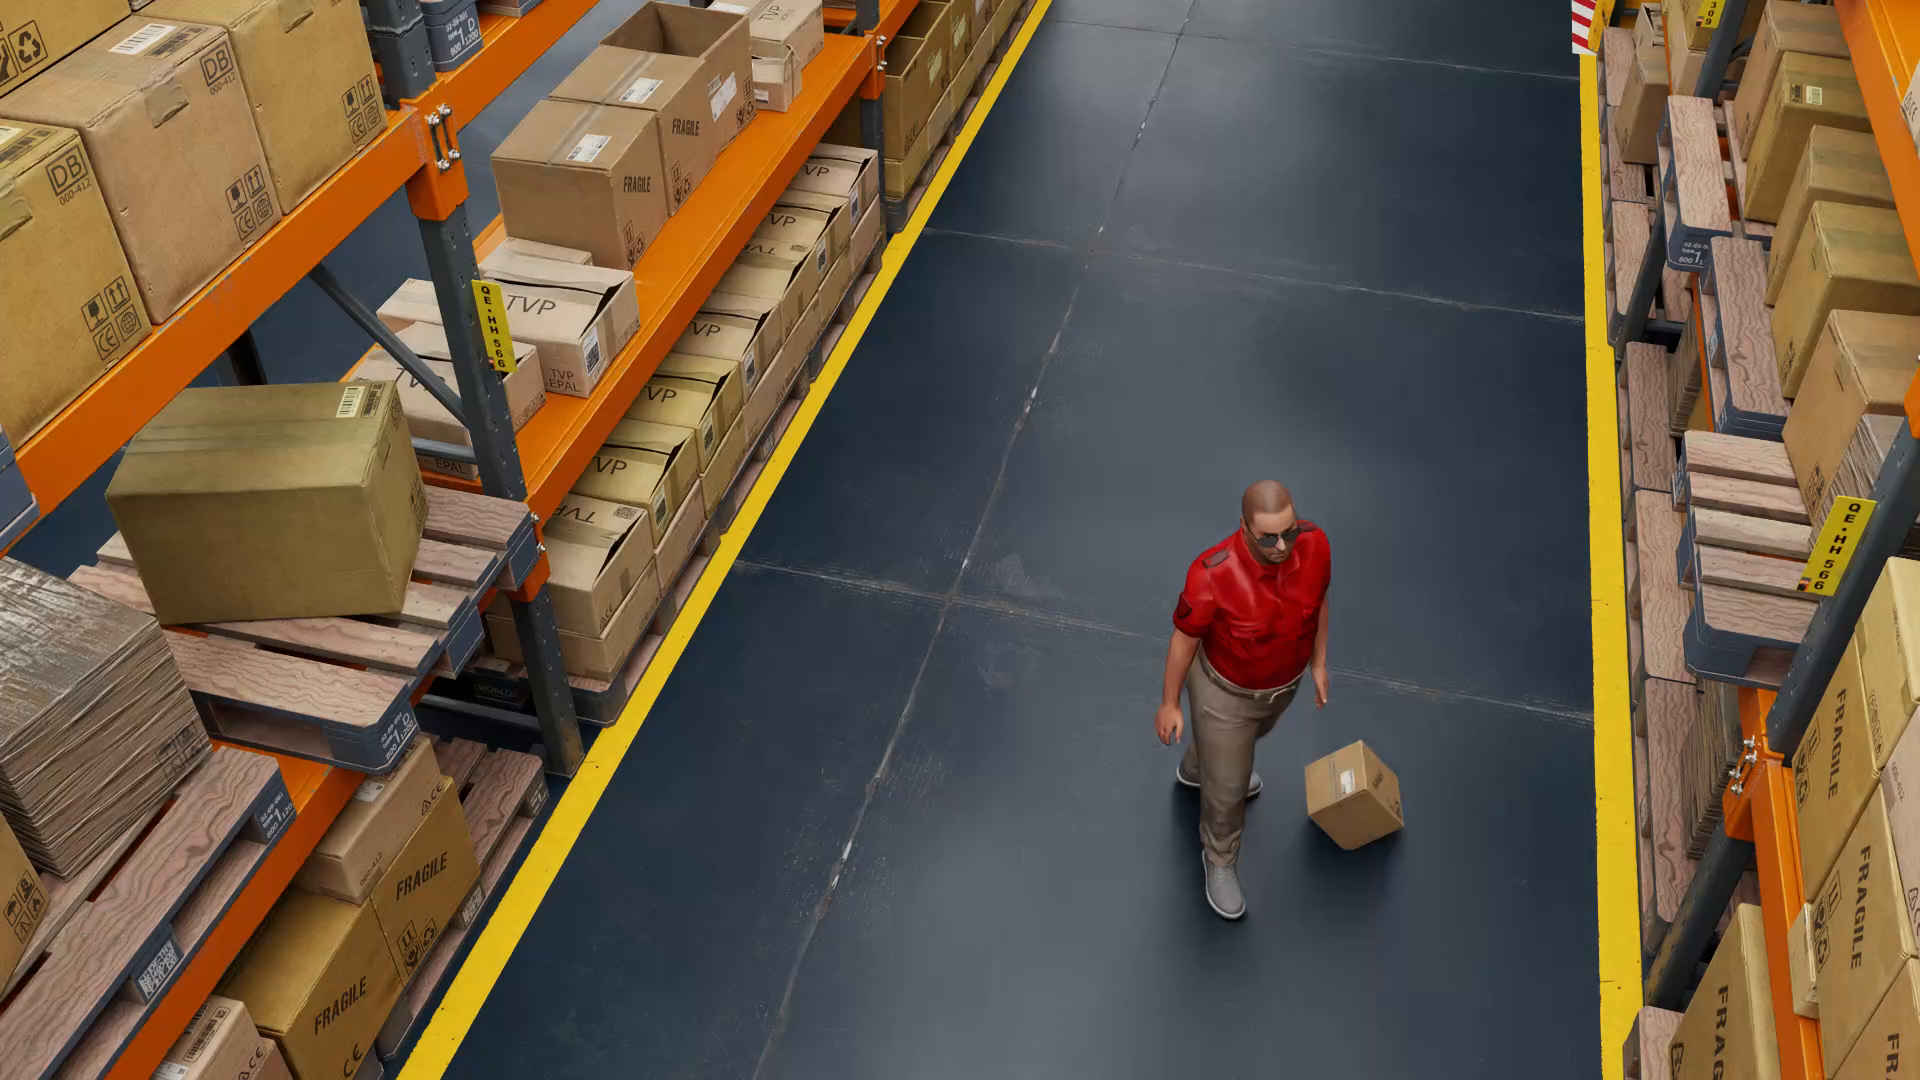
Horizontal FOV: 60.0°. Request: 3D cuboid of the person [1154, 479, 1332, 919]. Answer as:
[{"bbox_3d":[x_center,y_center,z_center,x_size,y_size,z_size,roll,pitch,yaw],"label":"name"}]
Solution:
[{"bbox_3d":[0.945,0.474,5.625,0.630,1.718,0.654,-21,45,-23],"label":"person"}]
